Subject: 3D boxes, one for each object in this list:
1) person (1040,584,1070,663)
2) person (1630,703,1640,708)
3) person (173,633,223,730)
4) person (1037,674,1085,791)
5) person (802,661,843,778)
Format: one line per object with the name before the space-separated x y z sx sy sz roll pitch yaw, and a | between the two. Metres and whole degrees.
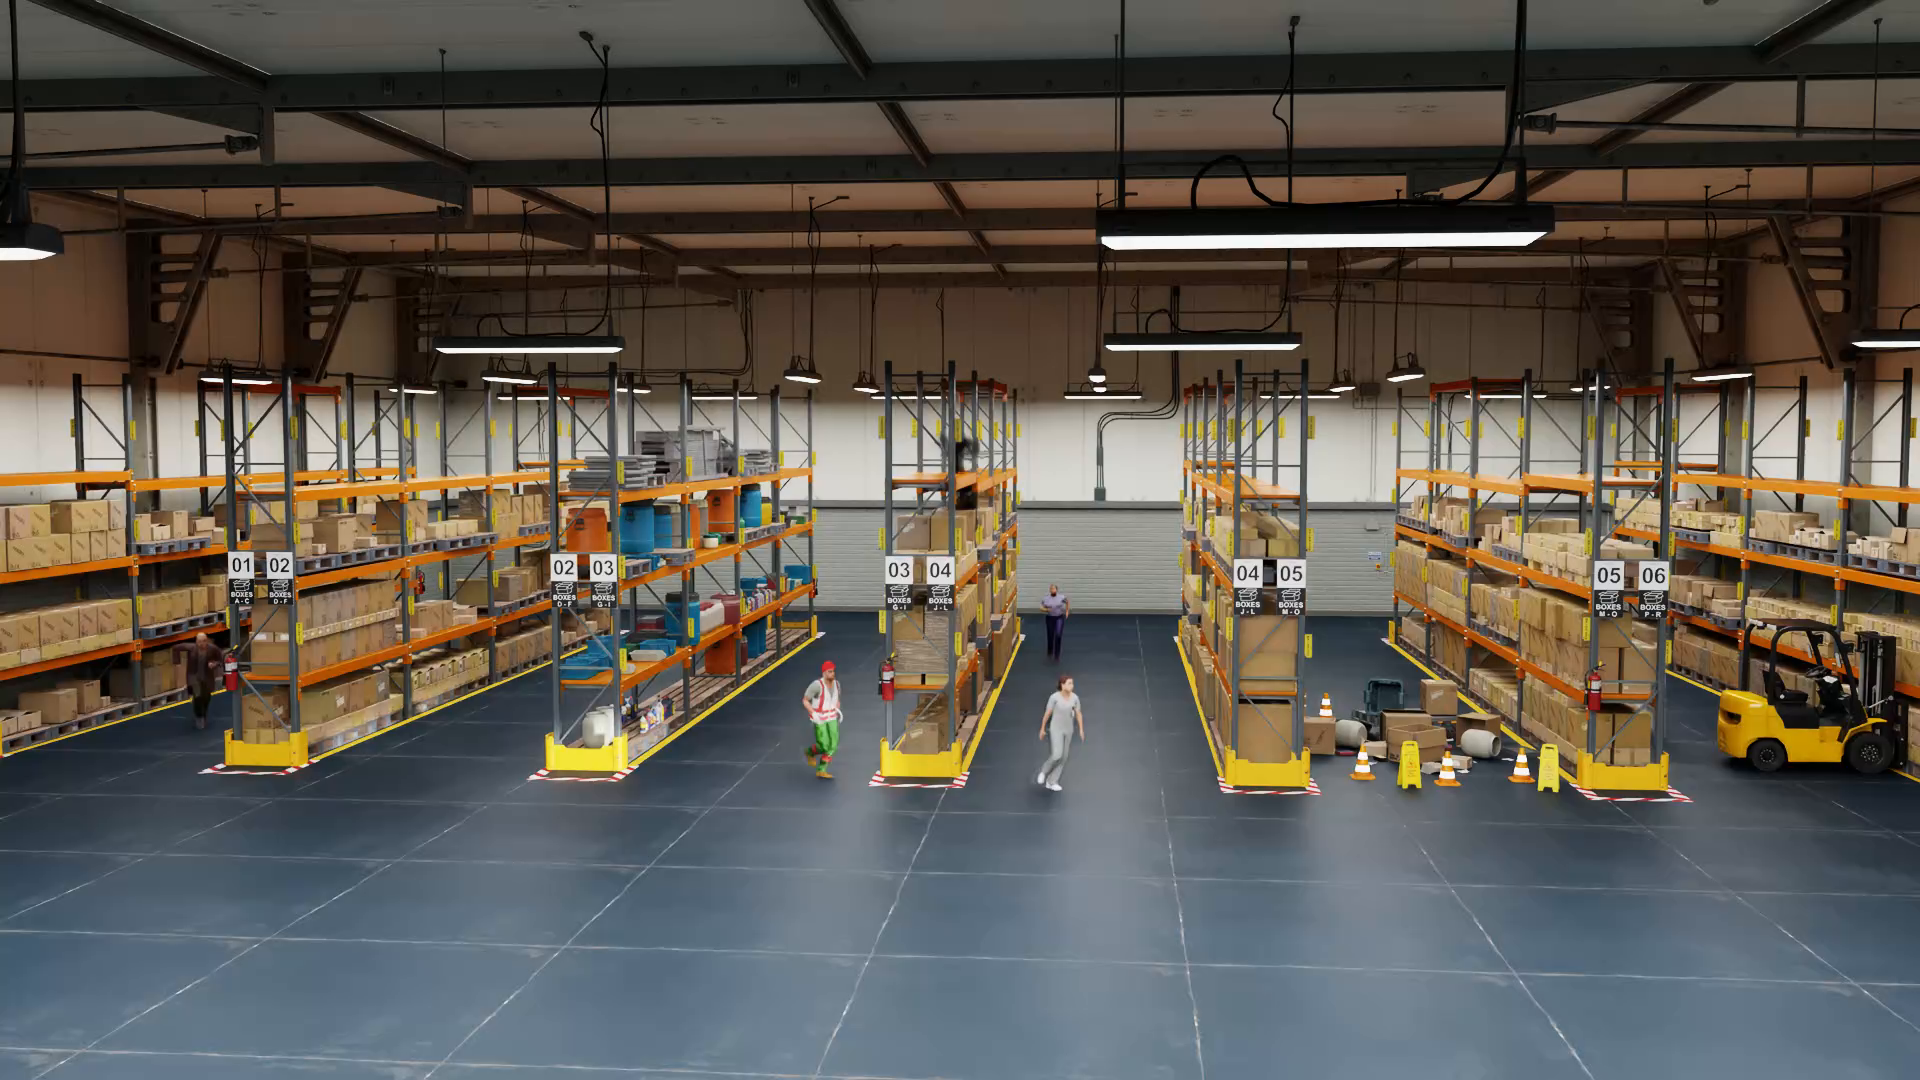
person | 2.077 1.798 36.352 0.610 1.690 0.901 1 4 10
person | 11.314 2.299 28.239 0.659 1.721 0.775 0 4 -5
person | -12.774 2.359 27.893 0.753 1.668 1.035 -2 4 -29
person | 1.393 2.666 23.072 0.568 1.640 0.535 -2 4 -25
person | -2.009 2.583 24.075 0.643 1.697 0.667 -3 5 -41
